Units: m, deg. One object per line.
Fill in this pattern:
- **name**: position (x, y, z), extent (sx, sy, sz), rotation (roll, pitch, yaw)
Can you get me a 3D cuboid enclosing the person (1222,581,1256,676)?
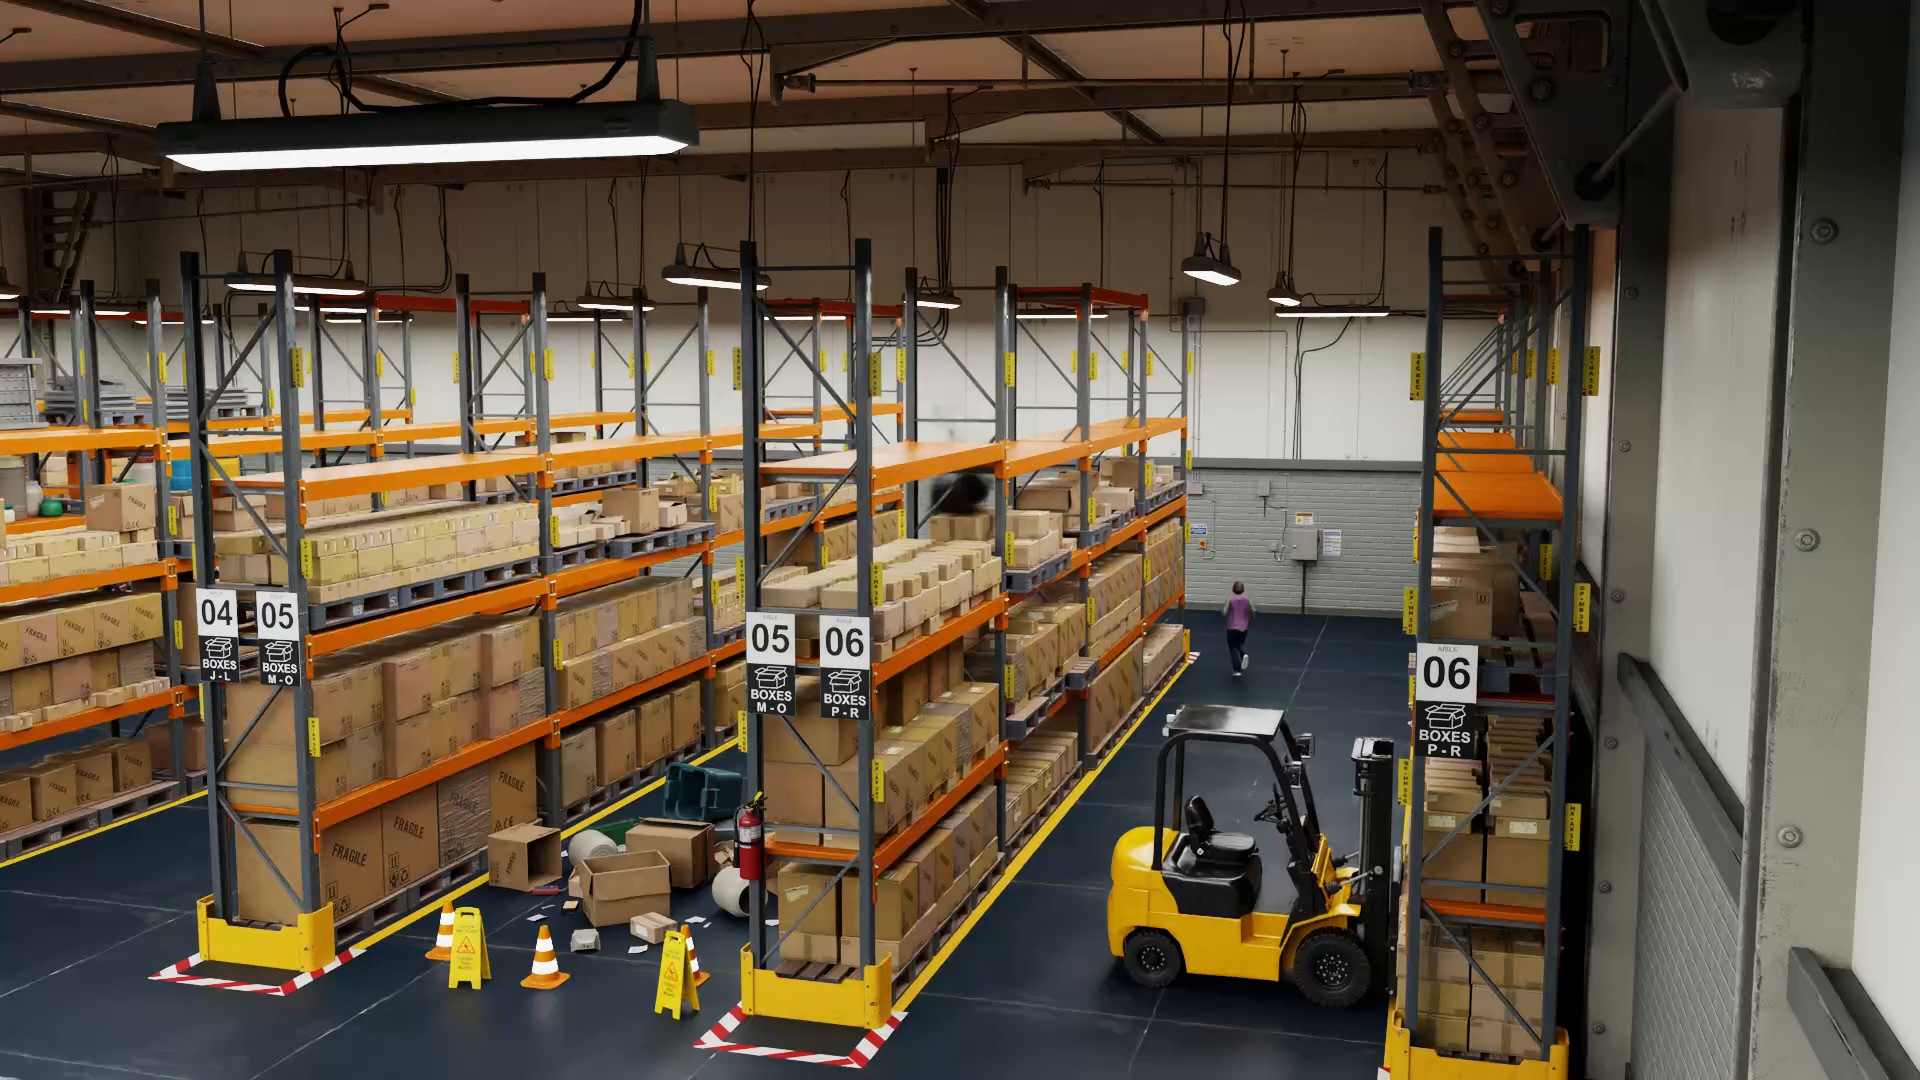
- **person**: position (4.461, 1.420, 26.674), extent (0.536, 1.555, 0.545), rotation (0, 6, -2)
